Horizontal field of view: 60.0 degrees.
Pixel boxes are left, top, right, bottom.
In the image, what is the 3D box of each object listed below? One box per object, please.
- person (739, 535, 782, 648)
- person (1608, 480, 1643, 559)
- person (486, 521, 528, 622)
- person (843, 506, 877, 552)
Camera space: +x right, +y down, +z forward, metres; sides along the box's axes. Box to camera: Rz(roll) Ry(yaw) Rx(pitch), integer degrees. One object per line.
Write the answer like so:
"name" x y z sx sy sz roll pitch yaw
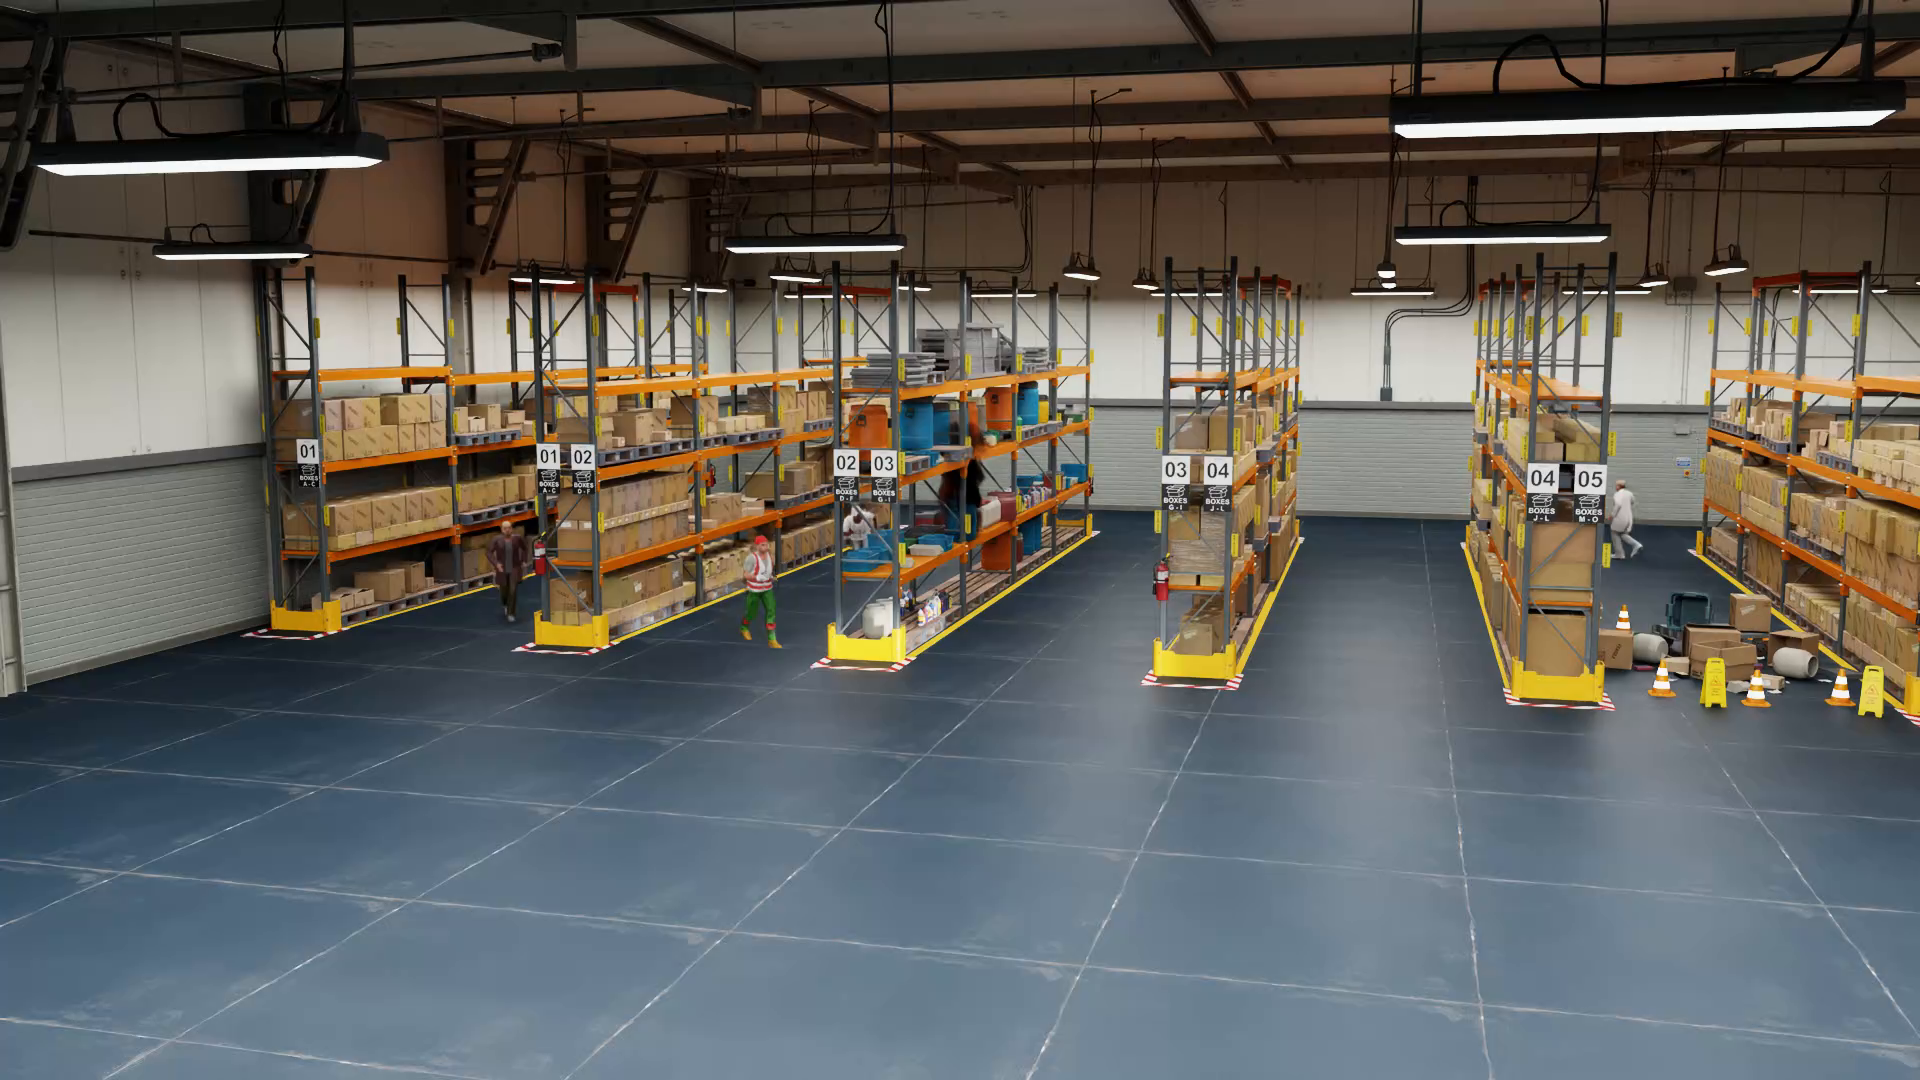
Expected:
"person" -3.166 0.783 26.135 0.628 1.762 1.041 -5 9 -33
"person" 14.507 -0.436 36.225 0.704 1.728 0.830 -4 8 -26
"person" -7.805 0.519 28.688 0.709 1.730 0.846 -2 8 -16
"person" -2.016 0.001 33.640 0.720 1.469 0.981 -1 7 -6
